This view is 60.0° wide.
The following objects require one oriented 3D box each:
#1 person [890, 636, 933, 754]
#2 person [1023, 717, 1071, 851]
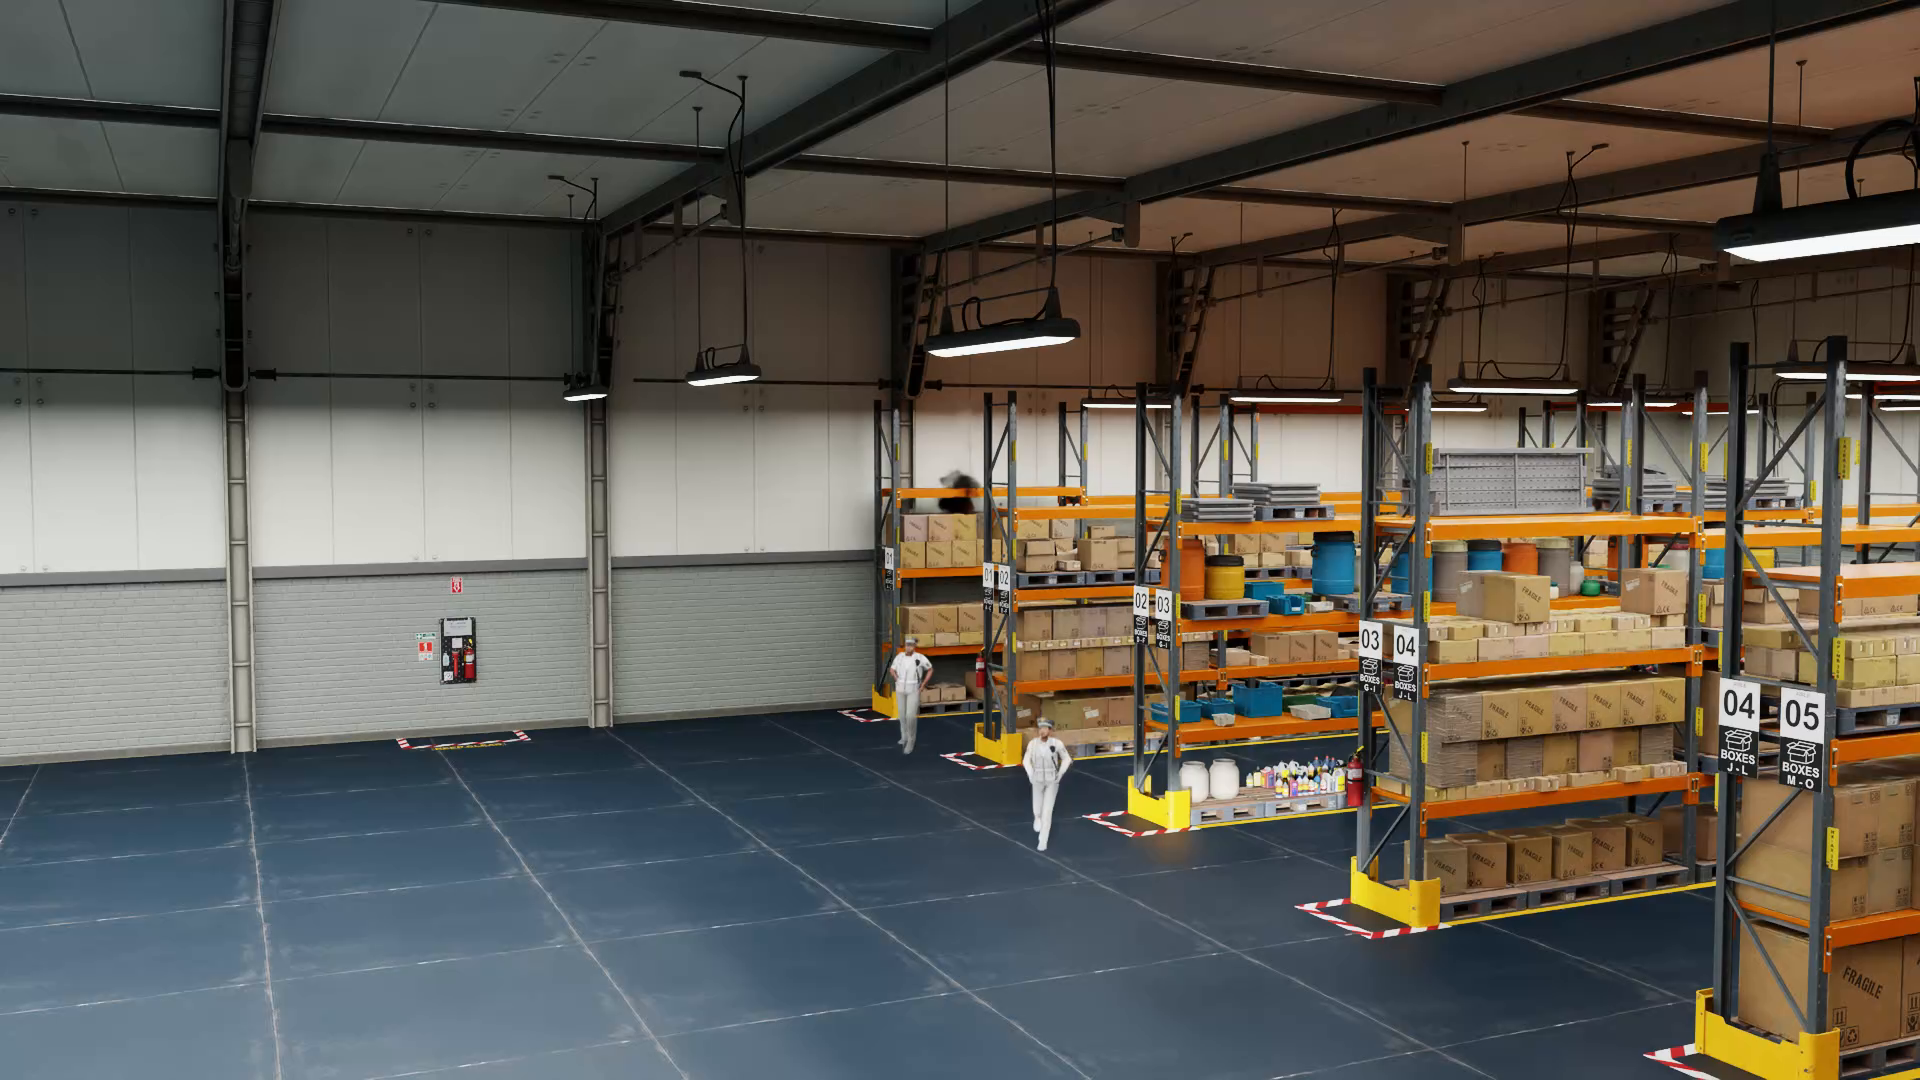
[{"bbox_3d":[-0.828,2.481,26.715,0.669,1.886,0.626,1,3,18],"label":"person"},{"bbox_3d":[1.121,3.101,21.401,0.623,1.682,0.707,1,3,12],"label":"person"}]
